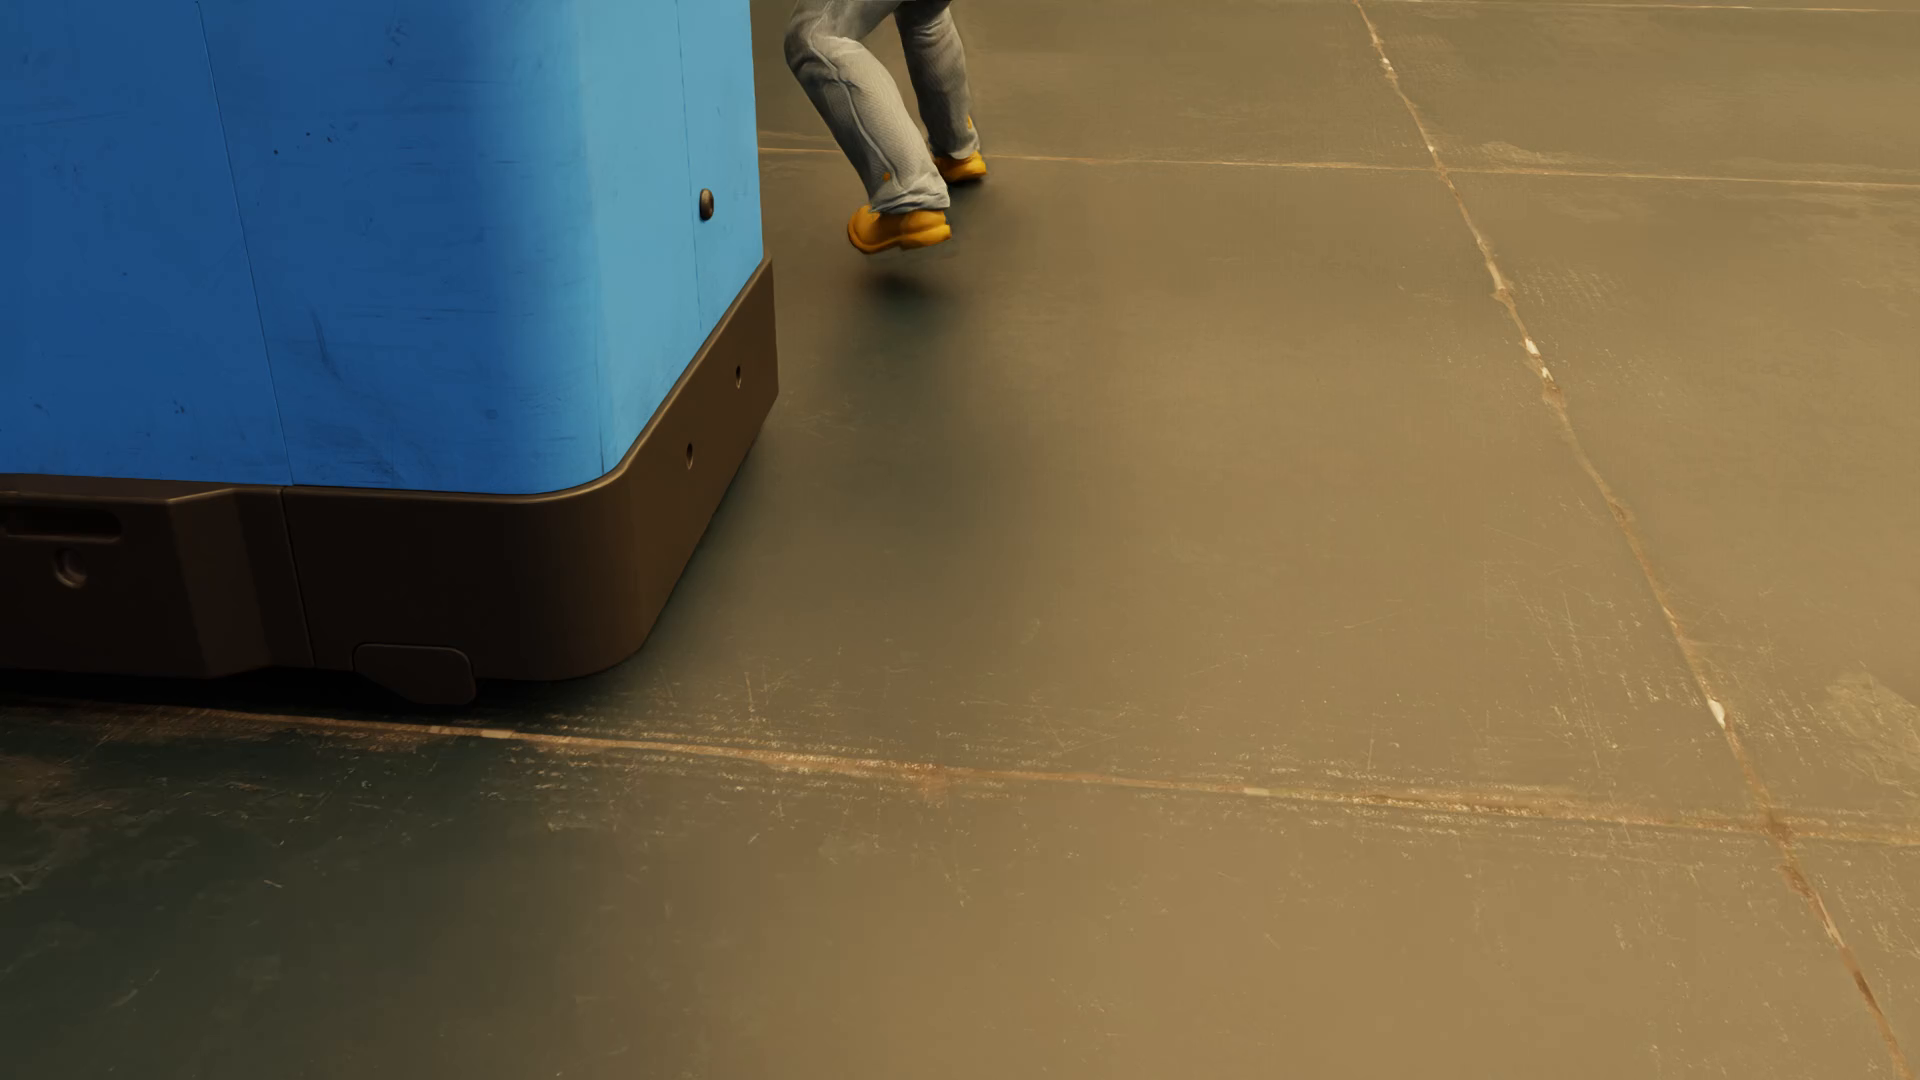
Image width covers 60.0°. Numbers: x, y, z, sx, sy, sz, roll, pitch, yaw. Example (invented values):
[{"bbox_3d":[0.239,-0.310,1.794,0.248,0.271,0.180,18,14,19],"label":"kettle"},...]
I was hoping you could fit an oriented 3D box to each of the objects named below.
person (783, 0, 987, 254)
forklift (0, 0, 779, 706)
[{"bbox_3d":[-0.057,-1.455,3.728,0.547,1.705,1.194,12,29,22],"label":"person"},{"bbox_3d":[-1.860,-1.374,1.971,3.031,2.935,1.130,3,27,5],"label":"forklift"}]
